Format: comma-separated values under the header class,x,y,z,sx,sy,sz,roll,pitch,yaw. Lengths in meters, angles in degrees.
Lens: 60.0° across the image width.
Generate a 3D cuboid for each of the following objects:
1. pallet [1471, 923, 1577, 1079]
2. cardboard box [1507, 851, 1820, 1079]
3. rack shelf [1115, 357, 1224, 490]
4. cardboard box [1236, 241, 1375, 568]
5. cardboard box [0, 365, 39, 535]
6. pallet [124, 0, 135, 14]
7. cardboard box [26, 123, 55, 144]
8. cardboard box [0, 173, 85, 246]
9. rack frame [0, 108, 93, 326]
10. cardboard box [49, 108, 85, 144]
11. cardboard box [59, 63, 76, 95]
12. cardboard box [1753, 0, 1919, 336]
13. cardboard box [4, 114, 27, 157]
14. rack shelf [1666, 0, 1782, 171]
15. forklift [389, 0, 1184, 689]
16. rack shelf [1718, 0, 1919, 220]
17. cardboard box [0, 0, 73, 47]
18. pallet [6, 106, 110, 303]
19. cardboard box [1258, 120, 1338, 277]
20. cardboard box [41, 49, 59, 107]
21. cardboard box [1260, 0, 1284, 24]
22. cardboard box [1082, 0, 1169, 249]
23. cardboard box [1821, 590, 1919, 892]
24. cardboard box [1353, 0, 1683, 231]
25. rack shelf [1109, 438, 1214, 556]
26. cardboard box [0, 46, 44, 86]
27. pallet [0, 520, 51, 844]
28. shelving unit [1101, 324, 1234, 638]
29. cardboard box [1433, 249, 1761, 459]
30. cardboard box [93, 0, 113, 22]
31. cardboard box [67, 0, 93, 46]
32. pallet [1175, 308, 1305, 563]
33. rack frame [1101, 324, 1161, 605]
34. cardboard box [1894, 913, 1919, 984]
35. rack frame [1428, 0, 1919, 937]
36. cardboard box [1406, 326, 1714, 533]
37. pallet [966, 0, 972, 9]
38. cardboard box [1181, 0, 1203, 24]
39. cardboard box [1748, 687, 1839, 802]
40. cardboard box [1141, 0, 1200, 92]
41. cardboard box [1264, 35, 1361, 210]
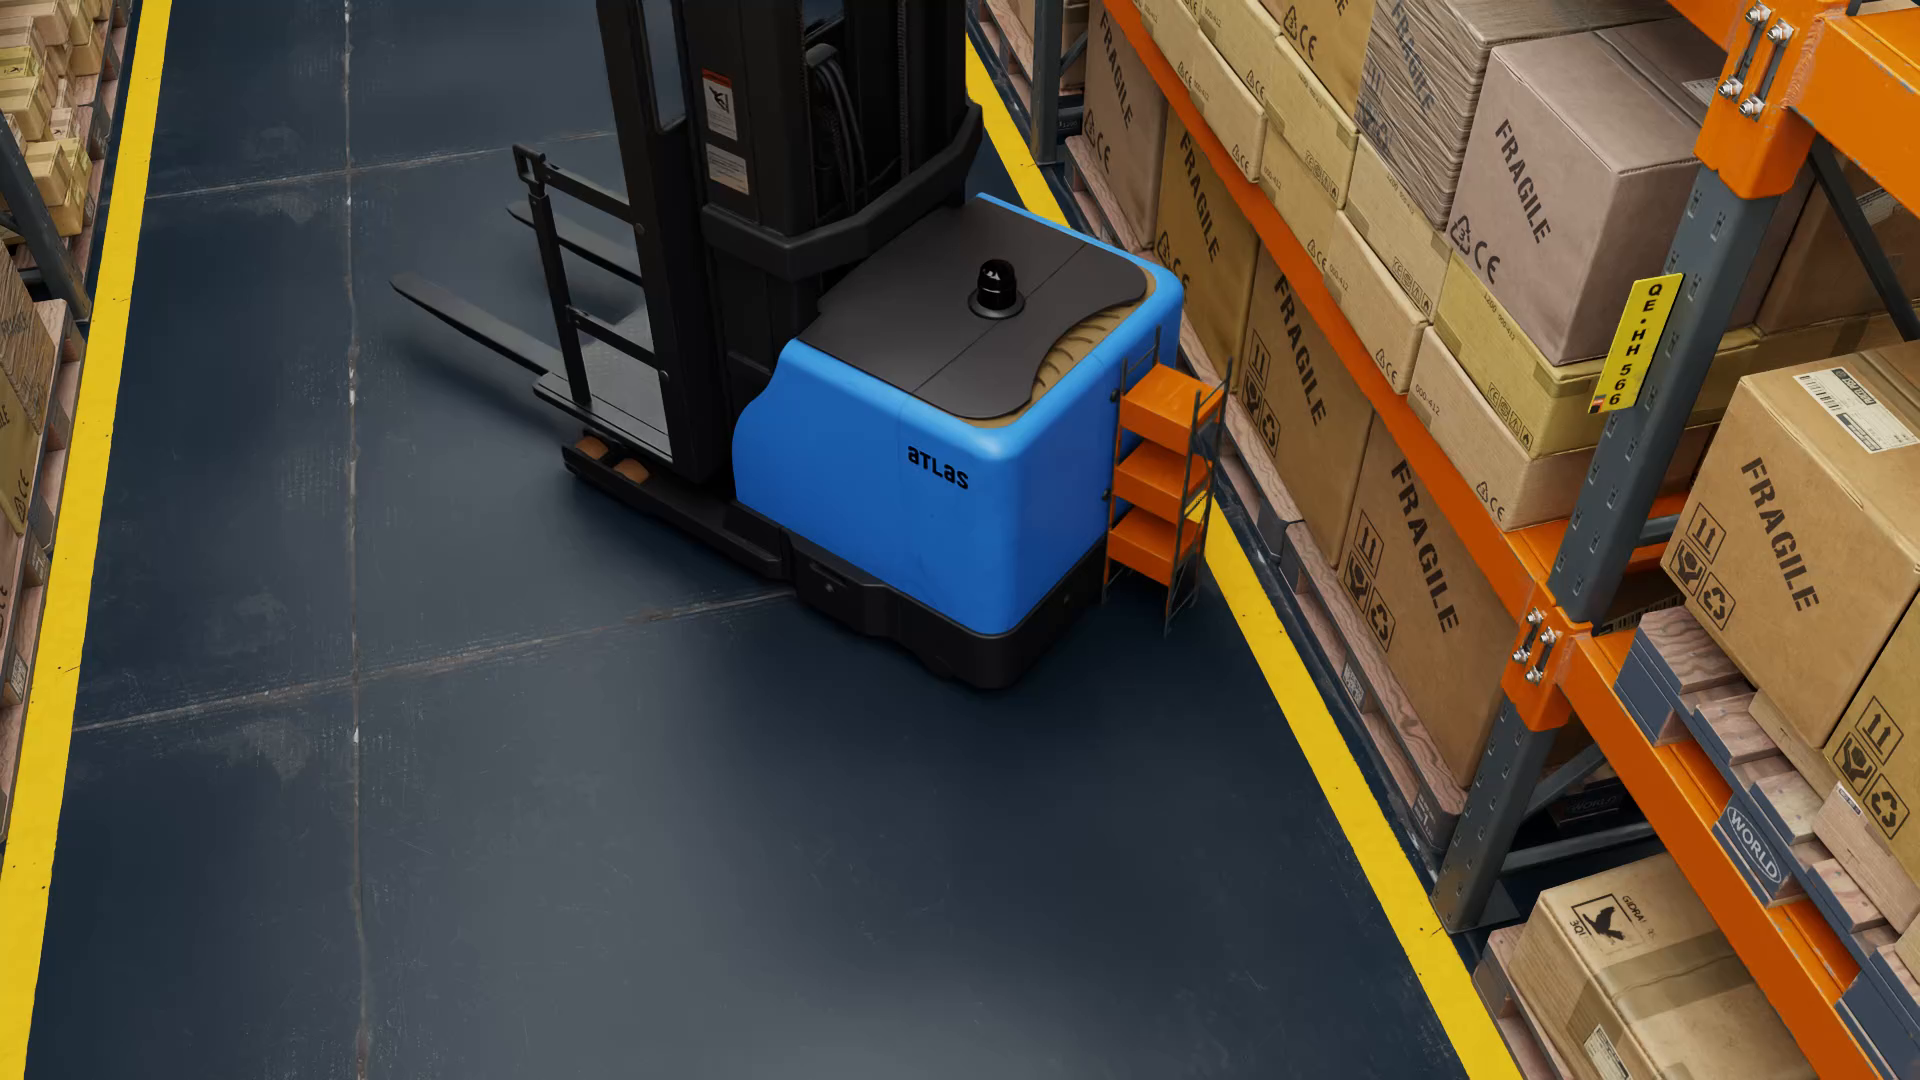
class,x,y,z,sx,sy,sz,roll,pitch,yaw
pallet,2.033,1.444,4.187,1.003,0.211,1.213,-11,47,-10
cardboard box,1.970,1.092,4.125,0.950,0.372,0.625,-14,47,-13
rack shelf,0.630,-0.349,4.974,0.240,0.259,0.215,28,52,25
cardboard box,1.514,-0.584,5.416,0.875,0.875,0.875,-10,46,-10
cardboard box,-3.384,-0.312,5.412,0.500,0.500,0.500,-12,47,-11
pallet,-4.779,-3.025,8.567,1.003,0.211,1.213,-11,47,-10
cardboard box,-3.883,-1.579,6.691,0.380,0.149,0.250,-10,46,-10
cardboard box,-3.731,-1.318,6.644,0.380,0.149,0.250,-13,47,-12
rack frame,-3.948,-1.859,5.472,1.000,3.000,0.127,-11,47,-10
cardboard box,-3.913,-1.664,6.983,0.380,0.149,0.250,-11,47,-11
cardboard box,-4.129,-2.010,7.321,0.380,0.149,0.250,-13,47,-12
cardboard box,1.945,-0.842,3.705,0.500,0.500,0.500,-12,47,-12
cardboard box,-3.836,-1.492,6.398,0.380,0.149,0.250,-9,46,-9
rack shelf,1.323,-2.251,4.259,1.077,0.370,4.000,-11,47,-10
forklift,-0.791,-1.423,5.093,3.031,2.935,1.130,28,52,25
rack shelf,2.347,0.510,1.553,1.077,0.370,4.000,-11,47,-10
cardboard box,-4.037,-2.225,7.116,0.380,0.149,0.250,-10,46,-9
pallet,-4.155,-1.340,6.916,1.003,0.211,1.213,-11,47,-10
cardboard box,1.195,-1.022,4.756,0.500,0.250,0.500,-11,47,-11
cardboard box,-4.047,-1.928,7.033,0.380,0.149,0.250,-13,47,-12
cardboard box,1.067,-1.814,4.657,0.500,0.500,0.500,-11,47,-11
cardboard box,1.047,-1.824,6.631,0.875,0.875,0.875,-9,46,-9
cardboard box,1.867,0.353,2.731,0.500,0.500,0.500,-9,46,-8
cardboard box,1.310,-1.119,3.976,0.500,0.500,0.500,-10,46,-10
rack shelf,0.630,-0.150,5.177,0.240,0.259,0.215,28,52,25
cardboard box,-3.962,-1.859,6.757,0.380,0.149,0.250,-11,47,-11
pallet,-3.432,0.498,5.114,1.003,0.211,1.213,-11,47,-10
shelving unit,0.630,-0.158,5.170,0.252,1.050,0.215,28,52,25
cardboard box,1.465,-0.483,3.878,0.500,0.250,0.500,-11,47,-10
cardboard box,-4.236,-2.562,7.863,0.380,0.149,0.250,-10,46,-10
cardboard box,-4.098,-2.308,7.405,0.380,0.149,0.250,-11,47,-11
pallet,1.397,-0.495,6.087,1.003,0.211,1.213,-11,47,-10
rack frame,0.531,-0.209,5.220,0.008,1.050,0.200,28,52,25
cardboard box,1.854,0.719,2.827,0.380,0.149,0.250,-10,47,-10
rack frame,1.835,-0.072,3.721,1.000,3.000,0.127,-11,47,-10
cardboard box,1.454,-0.321,4.070,0.500,0.250,0.500,-12,47,-12
pallet,0.376,-3.241,8.778,1.003,0.211,1.213,-11,47,-10
cardboard box,0.915,-1.893,5.260,0.500,0.250,0.500,-10,46,-10
cardboard box,1.778,0.328,3.210,0.380,0.149,0.250,-13,47,-13
cardboard box,0.918,-1.716,5.436,0.500,0.250,0.500,-11,47,-11
cardboard box,1.180,-1.186,4.567,0.500,0.250,0.500,-12,47,-11
